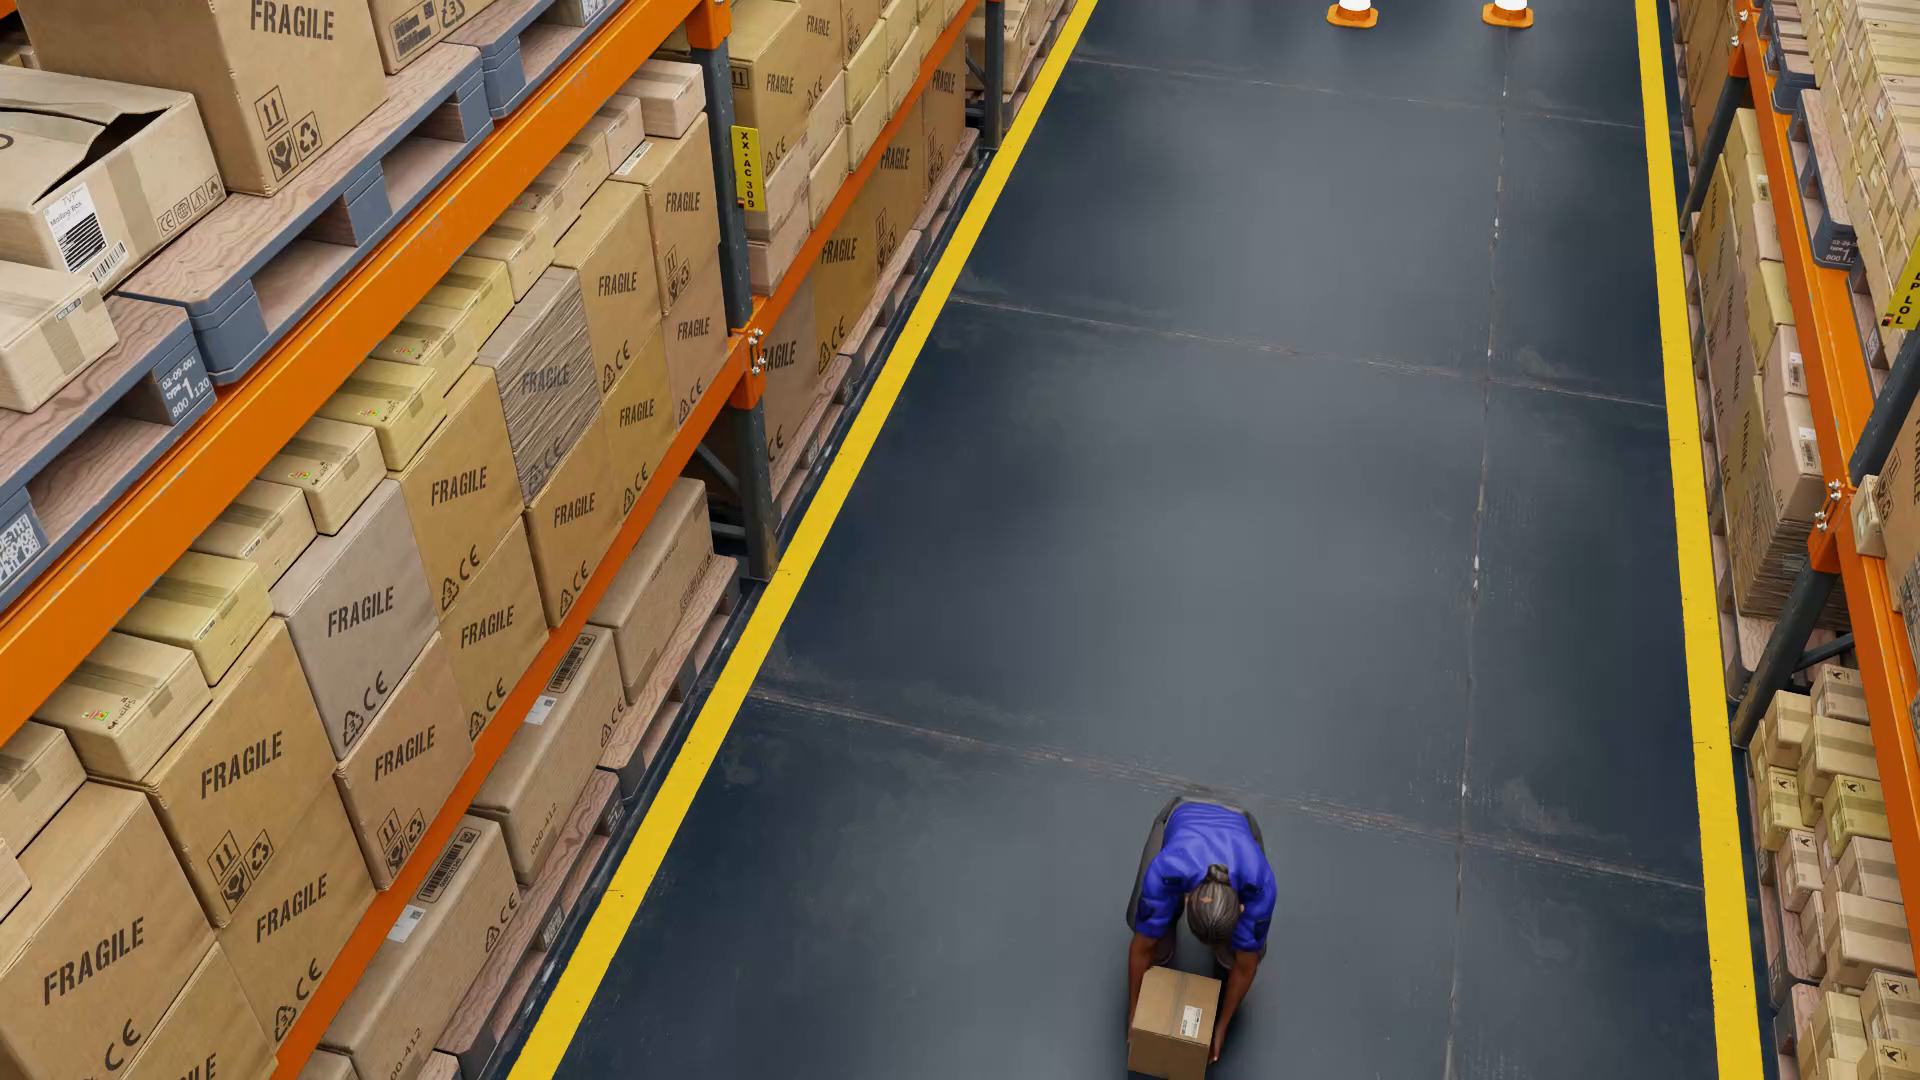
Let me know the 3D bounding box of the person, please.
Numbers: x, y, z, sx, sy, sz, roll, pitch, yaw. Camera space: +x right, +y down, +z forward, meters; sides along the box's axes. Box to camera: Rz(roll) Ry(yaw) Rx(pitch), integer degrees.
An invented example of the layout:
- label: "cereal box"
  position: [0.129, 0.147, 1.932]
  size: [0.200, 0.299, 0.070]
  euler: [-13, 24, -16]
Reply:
- label: "person"
  position: [0.802, 1.173, 5.490]
  size: [0.471, 0.810, 0.811]
  euler: [10, 42, 11]
